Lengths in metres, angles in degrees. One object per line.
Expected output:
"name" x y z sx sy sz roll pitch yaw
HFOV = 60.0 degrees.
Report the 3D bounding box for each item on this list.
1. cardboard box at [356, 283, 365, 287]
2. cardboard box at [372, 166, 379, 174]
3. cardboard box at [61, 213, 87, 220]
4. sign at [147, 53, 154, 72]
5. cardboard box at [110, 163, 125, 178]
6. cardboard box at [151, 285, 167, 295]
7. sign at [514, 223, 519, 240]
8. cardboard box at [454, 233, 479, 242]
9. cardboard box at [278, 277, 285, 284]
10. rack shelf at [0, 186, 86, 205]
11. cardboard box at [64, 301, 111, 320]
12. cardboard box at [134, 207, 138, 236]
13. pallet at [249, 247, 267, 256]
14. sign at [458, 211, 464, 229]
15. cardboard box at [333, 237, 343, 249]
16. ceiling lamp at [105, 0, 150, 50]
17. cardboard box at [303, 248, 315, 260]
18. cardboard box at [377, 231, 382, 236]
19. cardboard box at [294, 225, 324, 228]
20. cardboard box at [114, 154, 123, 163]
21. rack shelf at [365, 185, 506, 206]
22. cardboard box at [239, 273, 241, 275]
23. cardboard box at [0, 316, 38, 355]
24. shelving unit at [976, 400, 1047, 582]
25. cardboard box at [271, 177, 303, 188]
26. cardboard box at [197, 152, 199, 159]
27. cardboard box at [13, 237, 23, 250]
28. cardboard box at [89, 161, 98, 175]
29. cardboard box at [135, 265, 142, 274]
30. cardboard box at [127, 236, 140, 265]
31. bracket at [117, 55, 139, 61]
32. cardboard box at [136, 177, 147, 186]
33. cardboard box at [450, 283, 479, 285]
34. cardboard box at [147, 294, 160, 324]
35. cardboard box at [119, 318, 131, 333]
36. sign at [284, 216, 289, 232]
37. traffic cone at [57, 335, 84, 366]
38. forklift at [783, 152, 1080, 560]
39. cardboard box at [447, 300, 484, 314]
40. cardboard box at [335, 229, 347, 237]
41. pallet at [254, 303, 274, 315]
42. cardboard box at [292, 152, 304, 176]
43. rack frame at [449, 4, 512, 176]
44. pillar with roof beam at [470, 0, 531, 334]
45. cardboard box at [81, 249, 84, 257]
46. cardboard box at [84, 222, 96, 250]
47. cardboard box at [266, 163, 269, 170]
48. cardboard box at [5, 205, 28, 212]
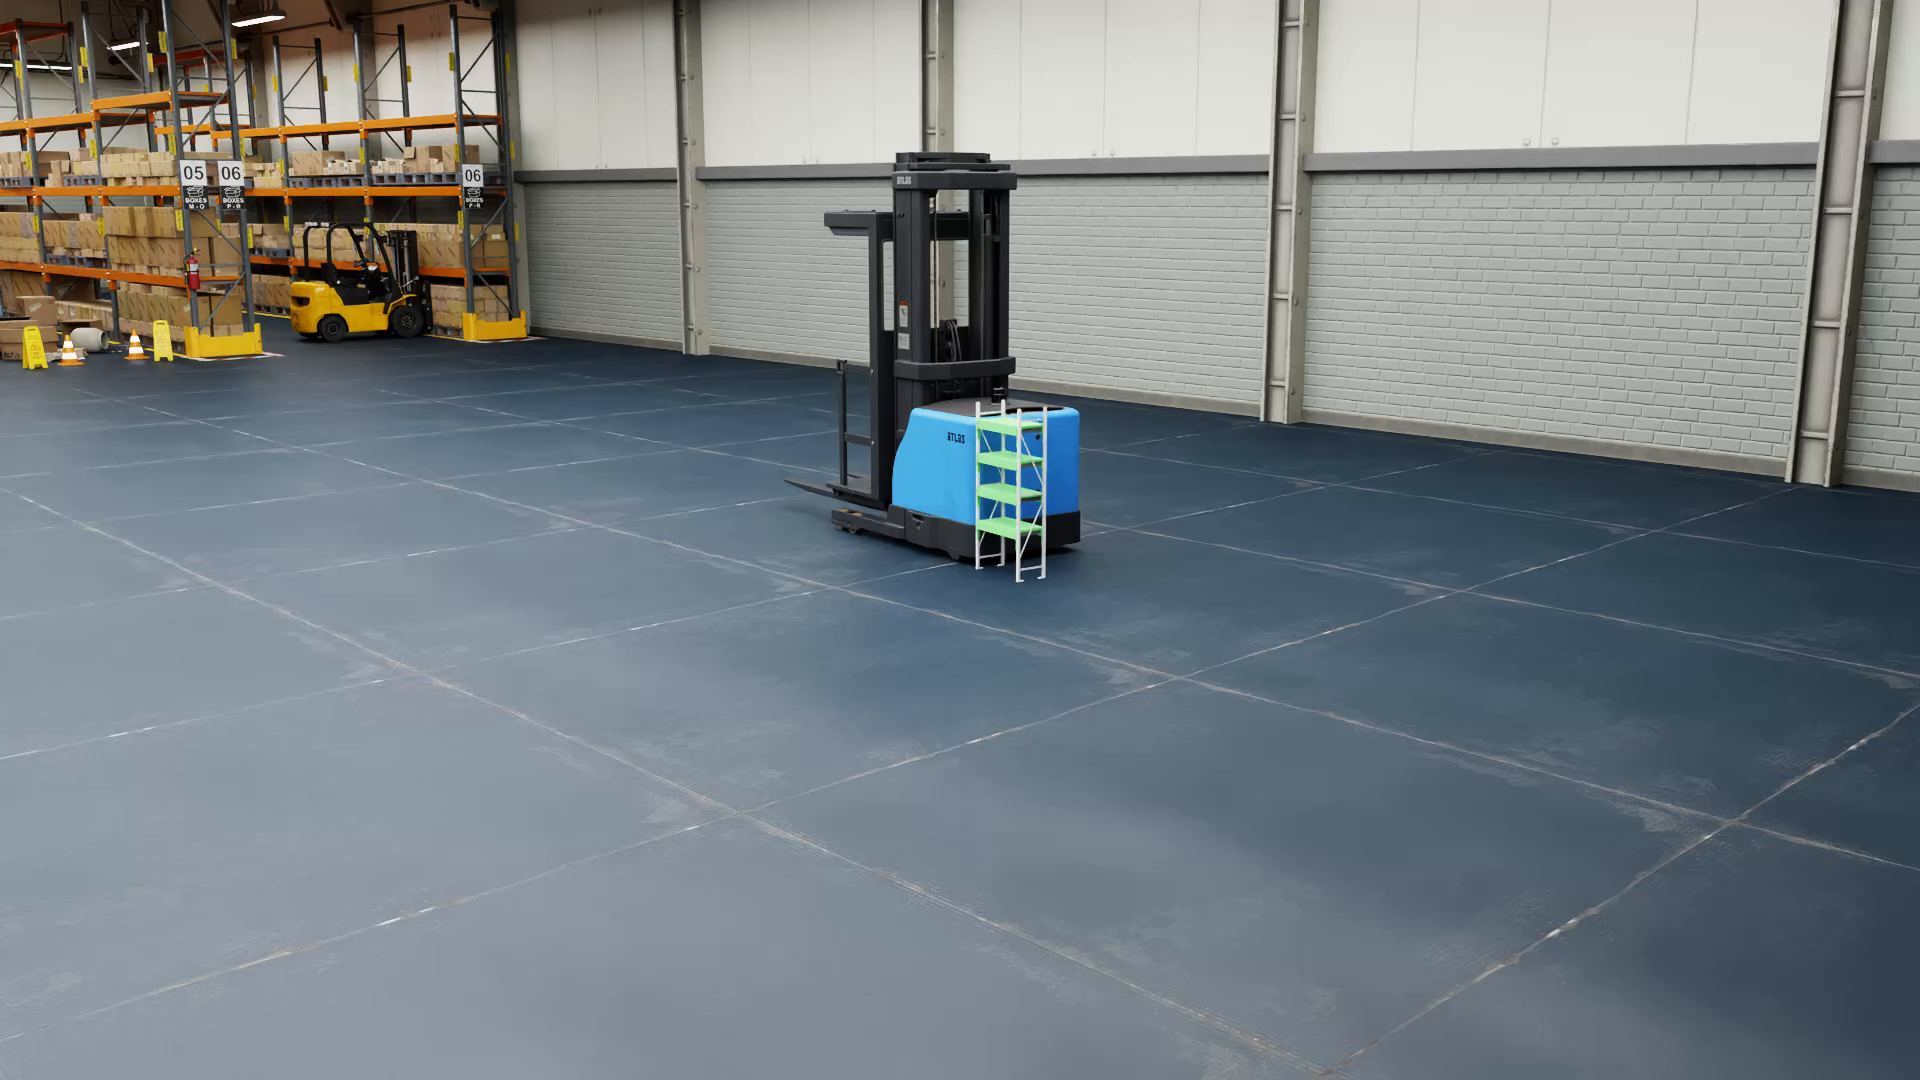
"cardboard box" -12.447 -5.096 35.058 0.875 0.625 0.625 -11 16 -43
"cardboard box" -11.458 -7.358 33.091 0.380 0.149 0.250 -10 16 -41
"cardboard box" -18.062 -6.401 33.821 0.500 0.500 0.500 11 16 43
"sign" -14.731 -8.680 30.230 0.100 0.325 0.005 -11 16 -43
"cardboard box" -14.667 -6.538 29.411 0.500 0.250 0.500 -11 16 -43
"cardboard box" -13.769 -4.333 28.818 0.380 0.149 0.250 -10 15 -40
"sign" -8.381 -5.820 31.386 0.100 0.325 0.005 -11 16 -43
"cardboard box" -9.228 -5.659 31.091 0.380 0.149 0.250 -11 16 -42
"cardboard box" -15.046 -5.820 37.273 0.250 0.149 0.380 11 16 42
"rack shelf" -19.279 -7.165 34.604 1.077 0.370 4.000 -11 16 -43
"cardboard box" -17.000 -4.484 32.716 0.950 0.372 0.625 -11 16 -44
"cardboard box" -13.899 -5.544 28.926 0.700 0.500 0.500 -11 16 -43
"pallet" -15.657 -6.638 38.171 1.003 0.211 1.213 -11 16 -43
"sign" -9.188 -5.890 30.613 0.100 0.325 0.005 -11 16 -43
"cardboard box" -12.782 -6.222 34.809 0.500 0.250 0.500 -10 16 -41
"ceiling lamp" -18.084 -12.401 36.336 0.800 3.185 2.000 -11 16 -43
"cardboard box" -13.837 -6.202 35.953 0.500 0.250 0.500 -11 16 -44
"cardboard box" -11.519 -6.148 33.465 0.380 0.149 0.250 -11 16 -43
"cardboard box" -14.553 -6.800 37.195 0.500 0.500 0.500 -10 15 -40
"cardboard box" -14.616 -6.702 29.221 0.380 0.149 0.250 -11 16 -43
"rack shelf" -10.167 -6.690 32.297 1.077 0.370 4.000 -11 16 -43
"cardboard box" -16.771 -6.212 39.177 0.250 0.149 0.380 11 16 44
"cardboard box" -16.069 -3.471 28.177 0.797 0.637 0.503 -11 16 -43
"shelving unit" 0.355 -0.351 11.640 0.258 1.200 0.503 -8 14 -34
"cardboard box" -14.841 -7.885 36.689 0.500 0.250 0.500 11 16 43
"cardboard box" -12.657 -6.440 27.950 0.380 0.149 0.250 -11 16 -43
"cardboard box" -19.141 -6.109 34.263 0.500 0.250 0.500 11 16 44
"cardboard box" -15.644 -6.839 30.570 0.500 0.250 0.500 -11 16 -44
"cardboard box" -14.274 -4.771 29.257 0.380 0.149 0.250 -11 16 -42
"cardboard box" -14.333 -5.119 29.339 0.500 0.500 0.500 -11 16 -43
"bracket" -23.518 -13.255 46.029 0.076 0.066 5.218 -11 16 -43
"cardboard box" -13.915 -6.166 28.595 0.380 0.149 0.250 -11 16 -43
"cardboard box" -9.666 -4.873 32.426 0.500 0.250 0.500 -11 16 -43
"cardboard box" -13.822 -4.046 29.031 0.500 0.500 0.500 11 16 44
"cardboard box" -14.924 -3.908 30.219 0.500 0.250 0.500 11 16 43
"sign" -14.697 -6.900 36.295 0.100 0.325 0.005 -11 16 -43
"traffic cone" -14.171 -3.025 26.447 0.336 0.463 0.334 -11 16 -43
"forklift" -0.371 -1.538 13.114 1.130 2.935 3.031 -8 14 -35
"cardboard box" -9.348 -4.412 31.428 0.500 0.250 0.500 -11 16 -43
"cardboard box" -12.849 -6.433 34.845 0.380 0.149 0.250 -11 16 -42
"pallet" -15.637 -5.375 38.477 1.003 0.211 1.213 -11 16 -43
"cardboard box" -13.987 -8.082 35.734 0.500 0.500 0.500 -11 16 -42
"rack frame" -8.786 -8.219 30.505 1.000 3.000 0.127 -11 16 -43
"pillar with roof beam" -11.729 -7.847 28.696 9.100 9.000 0.548 -11 16 -43
"cardboard box" -16.385 -5.443 31.477 0.380 0.149 0.250 -11 16 -43
"cardboard box" -15.964 -5.680 31.024 0.500 0.500 0.500 -11 16 -42
"cardboard box" -15.233 -8.322 37.084 0.380 0.149 0.250 -11 16 -43
"cardboard box" -20.691 -7.279 36.474 0.380 0.149 0.250 -11 16 -43
